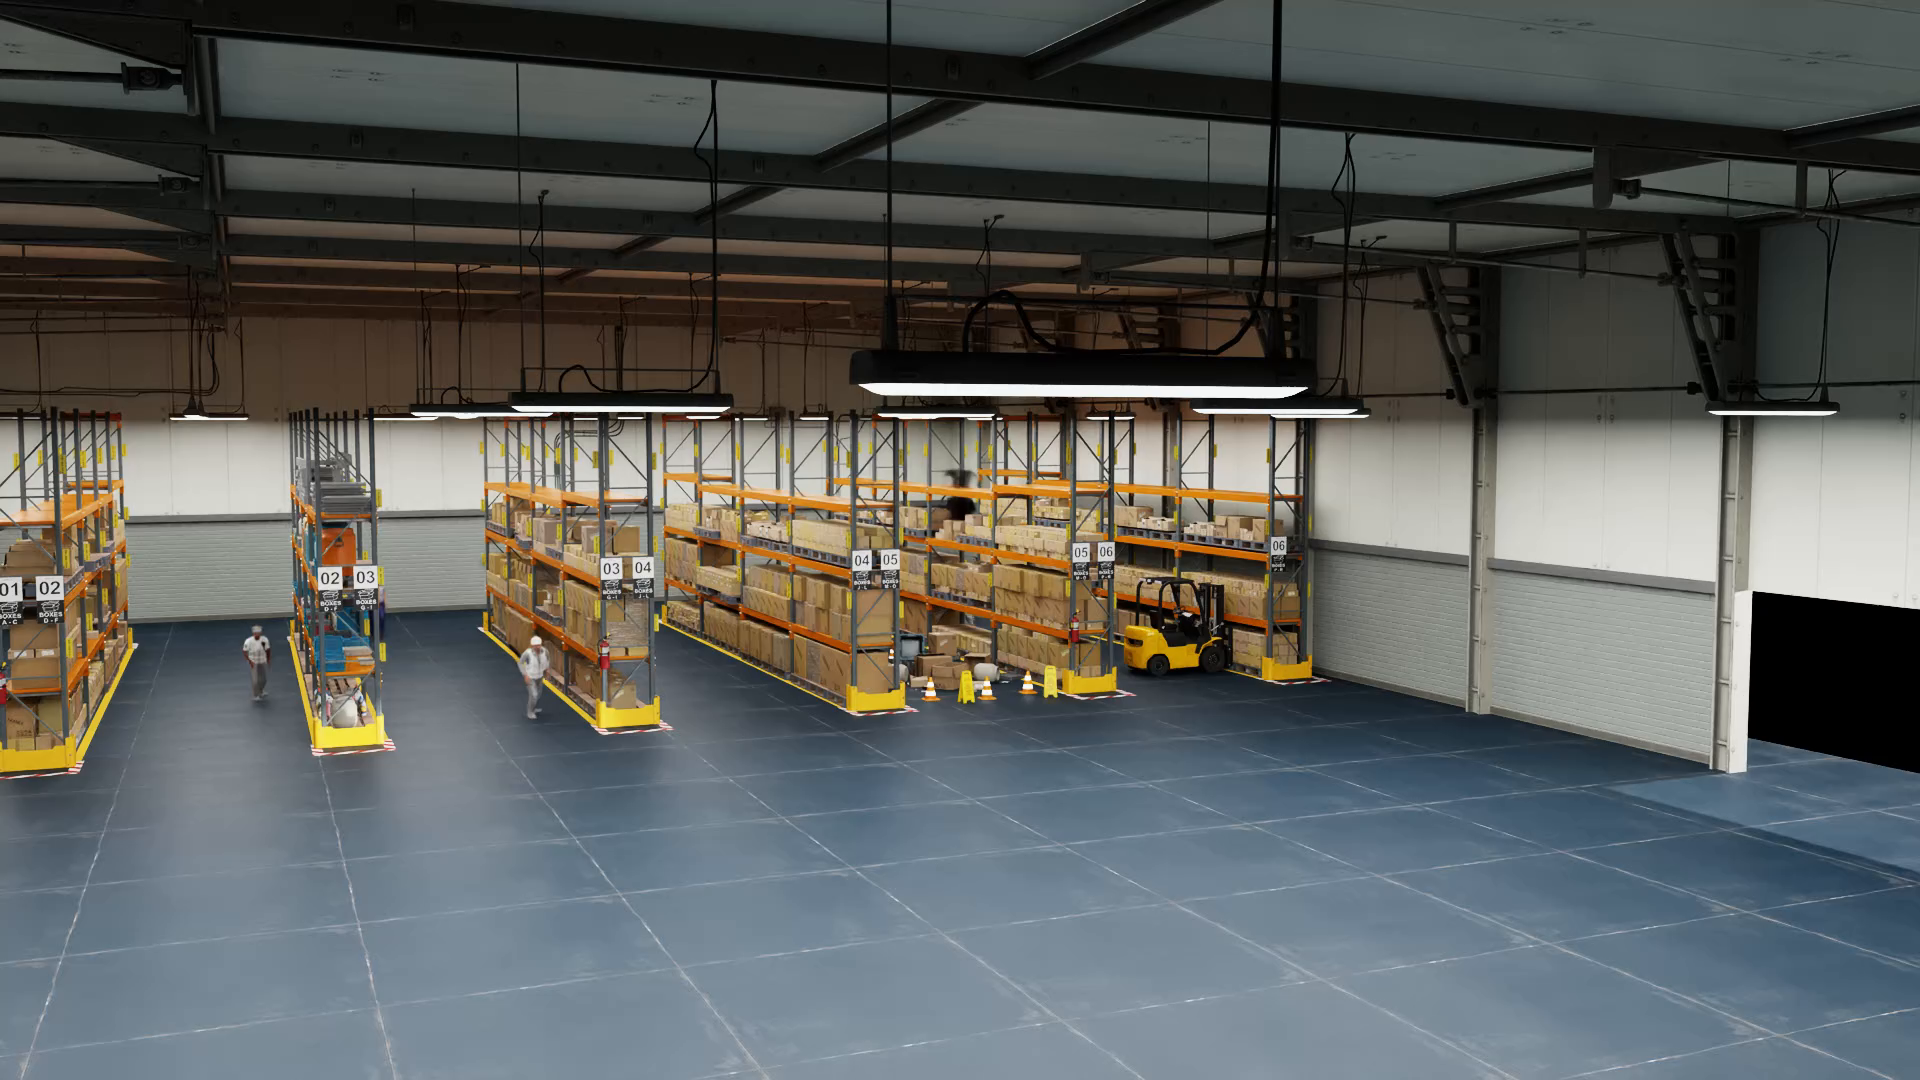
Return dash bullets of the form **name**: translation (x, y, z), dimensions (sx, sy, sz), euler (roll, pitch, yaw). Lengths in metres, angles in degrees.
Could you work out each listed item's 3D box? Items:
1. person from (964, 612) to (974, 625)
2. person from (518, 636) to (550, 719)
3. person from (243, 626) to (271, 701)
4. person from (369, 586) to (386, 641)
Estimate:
- **person**: translation (0.140, 1.688, 46.269), dimensions (0.604, 1.605, 0.611), euler (-4, 5, -42)
- **person**: translation (-8.297, 2.652, 32.398), dimensions (0.863, 1.647, 0.719), euler (3, 5, 37)
- **person**: translation (-14.524, 2.531, 34.364), dimensions (0.579, 1.576, 0.774), euler (-3, 5, -40)
- **person**: translation (-15.495, 1.811, 44.132), dimensions (0.559, 1.707, 0.842), euler (-2, 5, -29)
